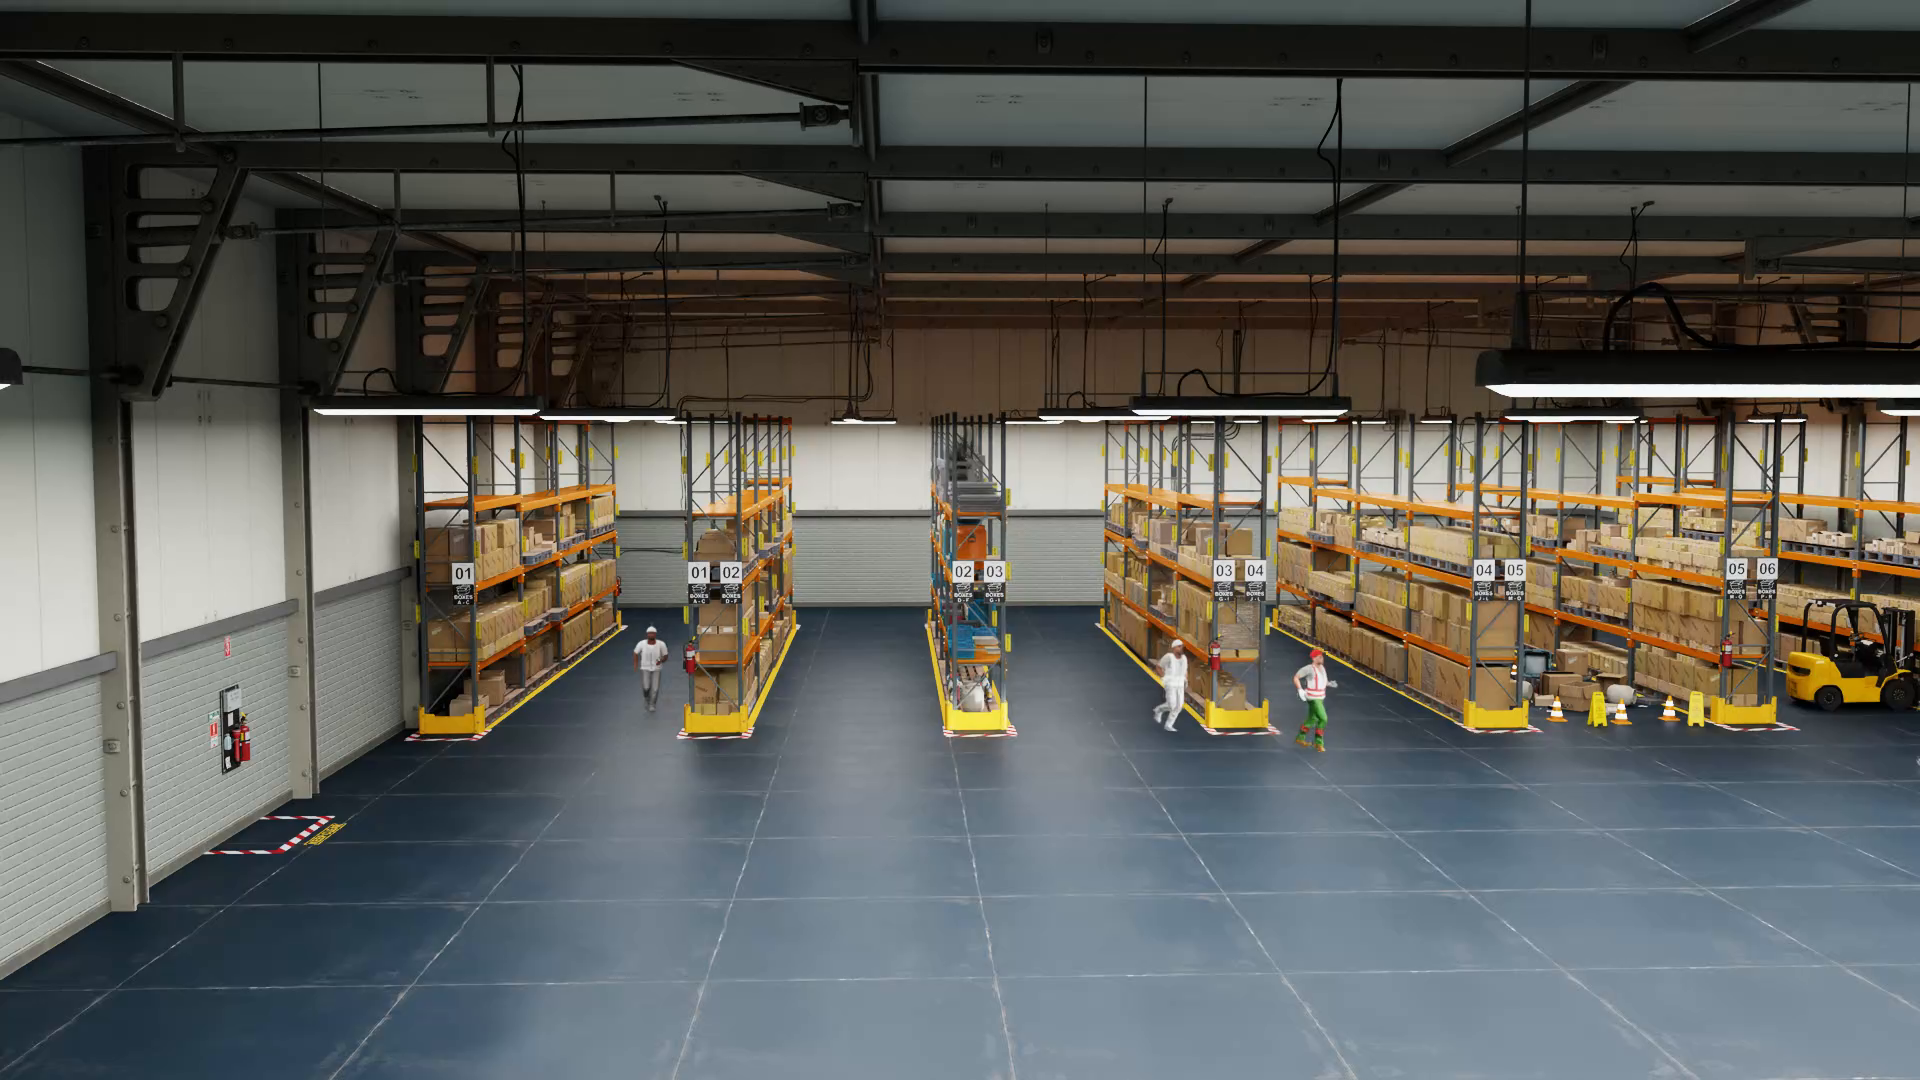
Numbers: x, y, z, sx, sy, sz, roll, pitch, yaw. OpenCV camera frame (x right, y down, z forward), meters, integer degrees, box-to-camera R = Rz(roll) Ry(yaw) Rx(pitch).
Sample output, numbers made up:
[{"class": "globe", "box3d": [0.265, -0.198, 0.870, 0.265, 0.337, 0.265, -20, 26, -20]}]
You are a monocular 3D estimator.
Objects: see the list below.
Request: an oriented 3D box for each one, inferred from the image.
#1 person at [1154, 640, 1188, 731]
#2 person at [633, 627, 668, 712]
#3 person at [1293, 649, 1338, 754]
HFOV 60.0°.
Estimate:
[{"class": "person", "box3d": [4.031, 2.737, 31.433, 0.683, 1.724, 0.599, -2, 5, -31]}, {"class": "person", "box3d": [-6.173, 2.595, 33.228, 0.691, 1.723, 0.586, -1, 4, -11]}, {"class": "person", "box3d": [6.278, 2.841, 29.386, 0.787, 1.844, 0.636, 3, 5, 38]}]
